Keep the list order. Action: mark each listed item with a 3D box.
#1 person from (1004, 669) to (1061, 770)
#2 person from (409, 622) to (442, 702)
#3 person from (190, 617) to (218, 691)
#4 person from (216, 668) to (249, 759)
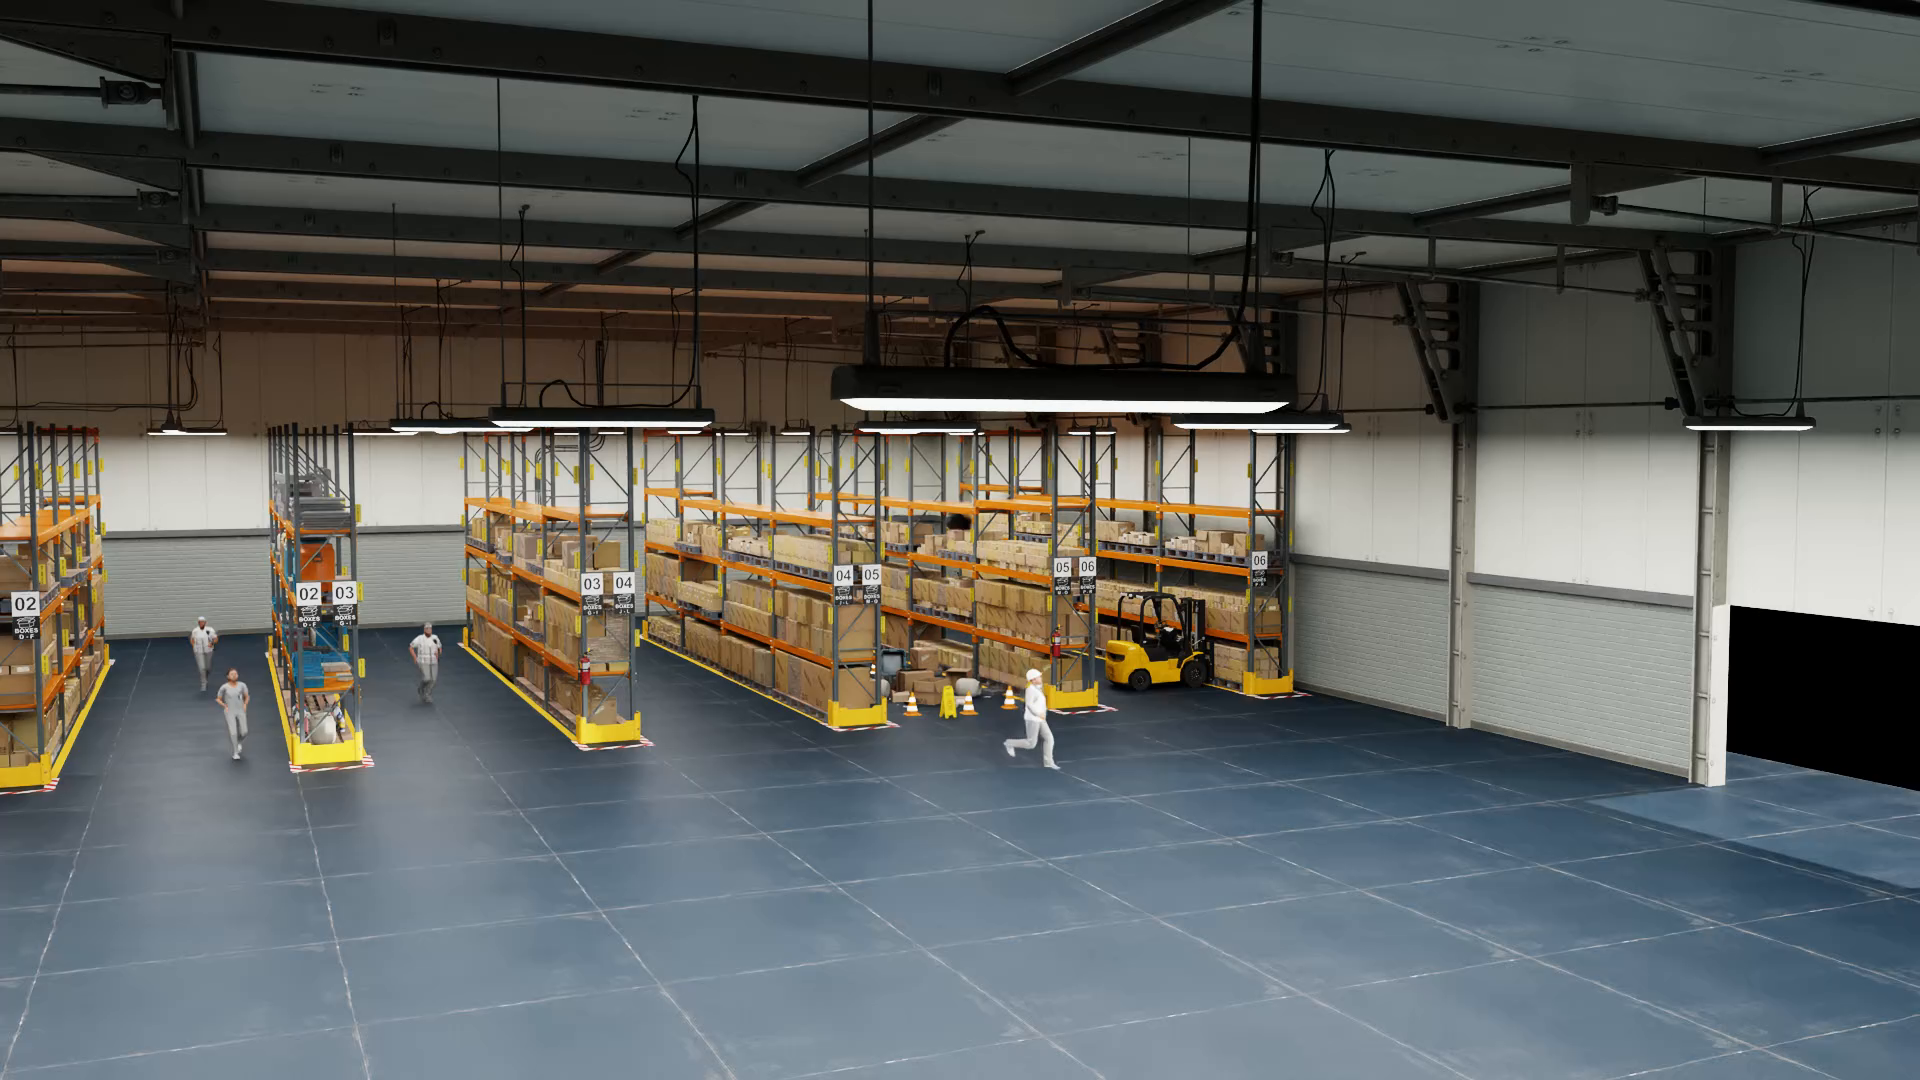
[{"bbox_3d":[1.267,3.114,28.832,0.996,1.759,0.643,1,4,19],"label":"person"},{"bbox_3d":[-11.500,2.646,35.990,0.651,1.740,0.602,-3,4,-38],"label":"person"},{"bbox_3d":[-17.303,2.586,38.076,0.601,1.668,0.726,-2,4,-23],"label":"person"},{"bbox_3d":[-12.968,3.093,29.702,0.561,1.620,0.588,-2,4,-35],"label":"person"}]
